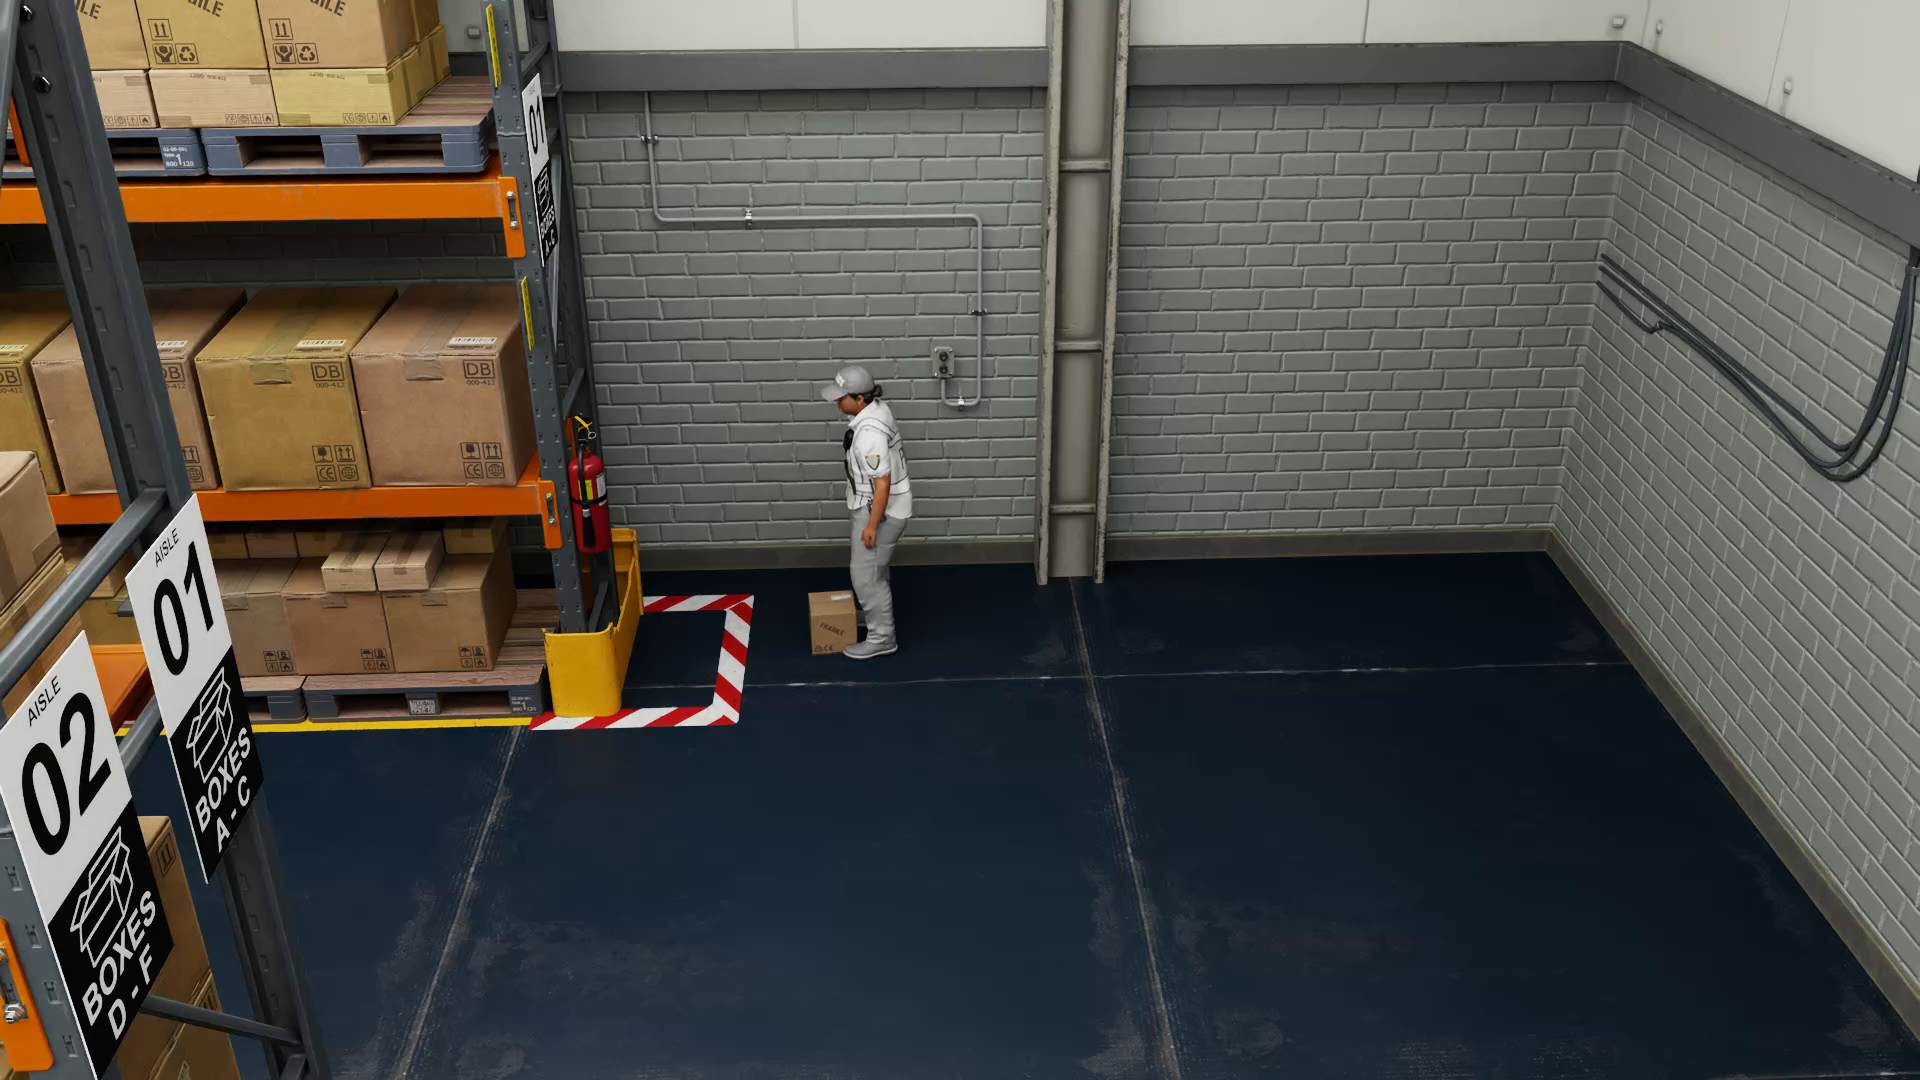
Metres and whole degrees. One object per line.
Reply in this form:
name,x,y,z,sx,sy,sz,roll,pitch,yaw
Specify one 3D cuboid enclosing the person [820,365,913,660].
person,-0.493,-0.174,8.945,0.468,1.665,0.557,-3,28,-6
